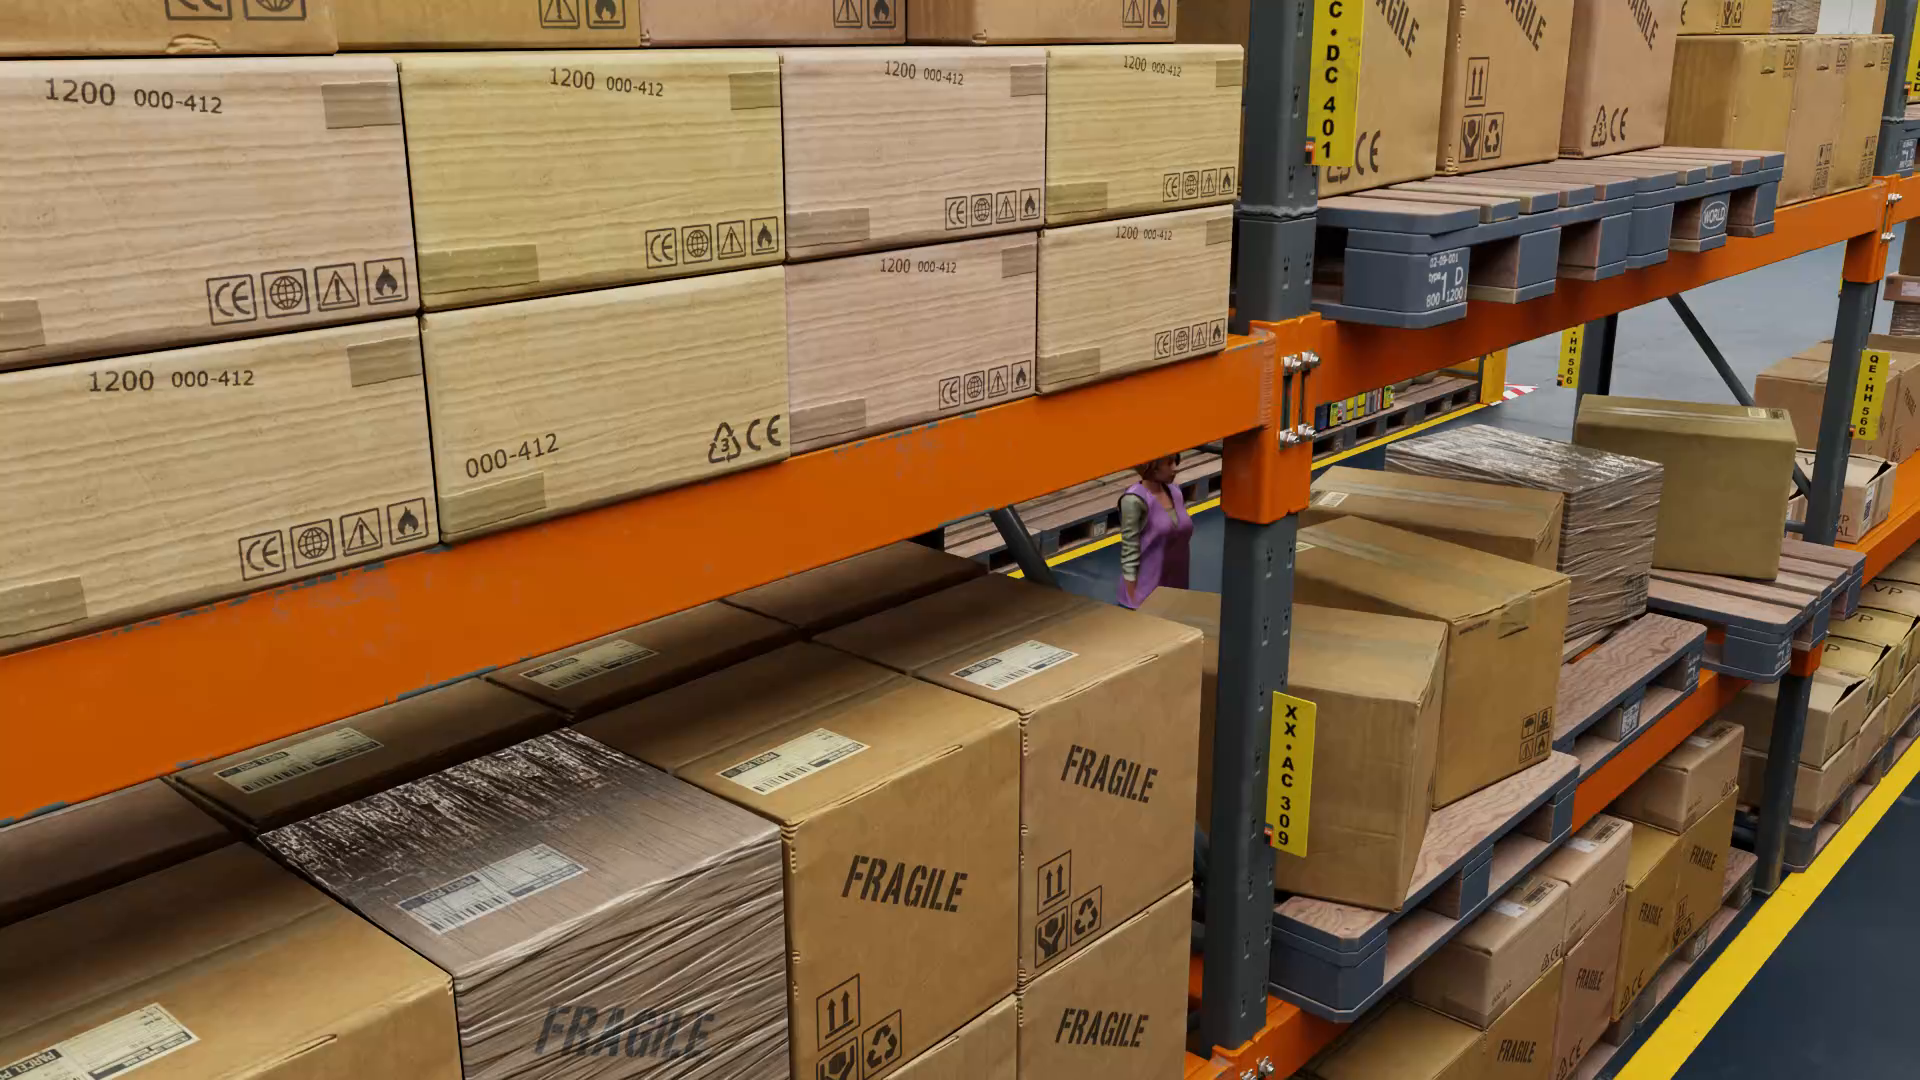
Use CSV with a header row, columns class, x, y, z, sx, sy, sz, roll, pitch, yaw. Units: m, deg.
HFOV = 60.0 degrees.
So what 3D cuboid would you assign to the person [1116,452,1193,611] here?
class,x,y,z,sx,sy,sz,roll,pitch,yaw
person,0.890,0.286,7.643,0.304,1.599,0.406,15,23,41
